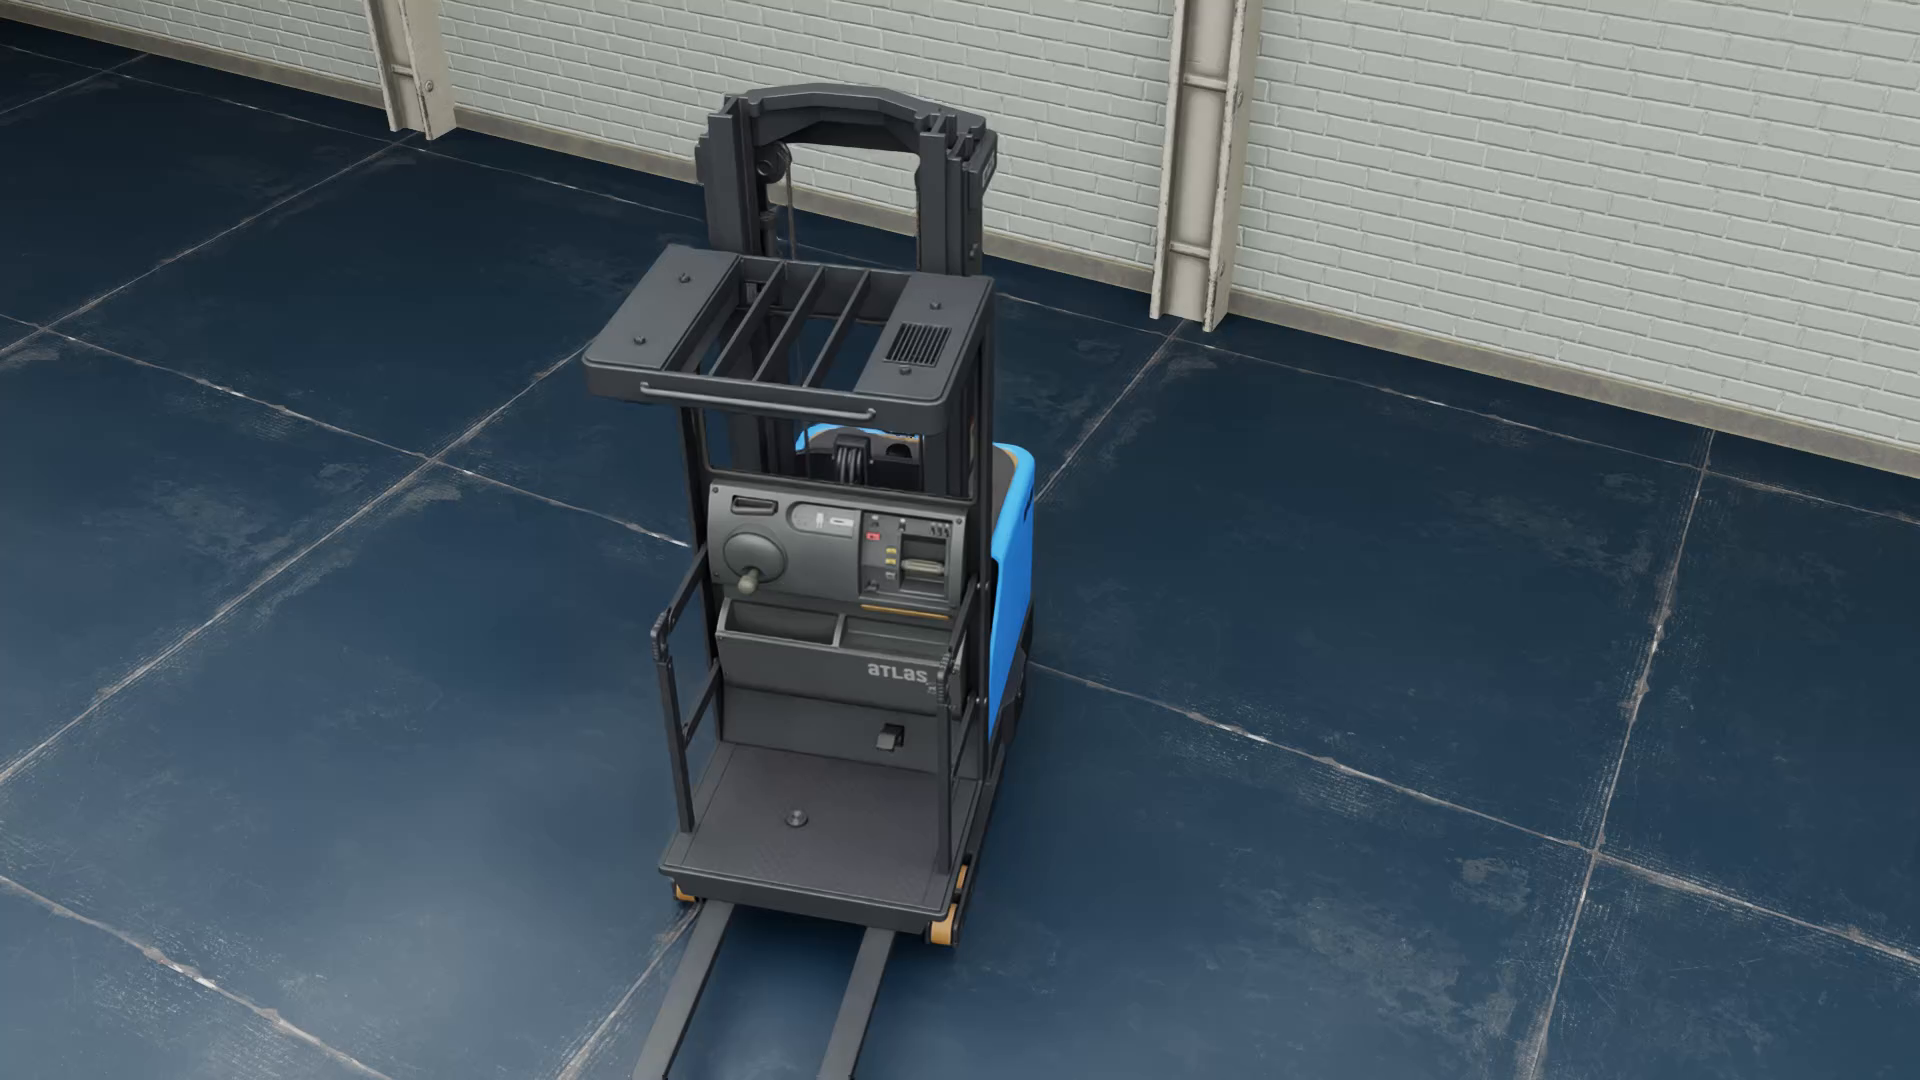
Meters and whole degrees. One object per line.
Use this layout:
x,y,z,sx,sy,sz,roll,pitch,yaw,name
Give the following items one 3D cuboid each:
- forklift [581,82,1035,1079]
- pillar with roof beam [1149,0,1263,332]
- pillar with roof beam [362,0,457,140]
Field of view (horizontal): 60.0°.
-0.482,0.103,5.690,1.130,2.935,3.031,7,38,10,forklift
-0.594,-2.643,4.290,0.400,9.000,9.100,17,41,21,pillar with roof beam
-5.922,-4.312,6.487,0.400,9.000,9.100,17,41,21,pillar with roof beam
